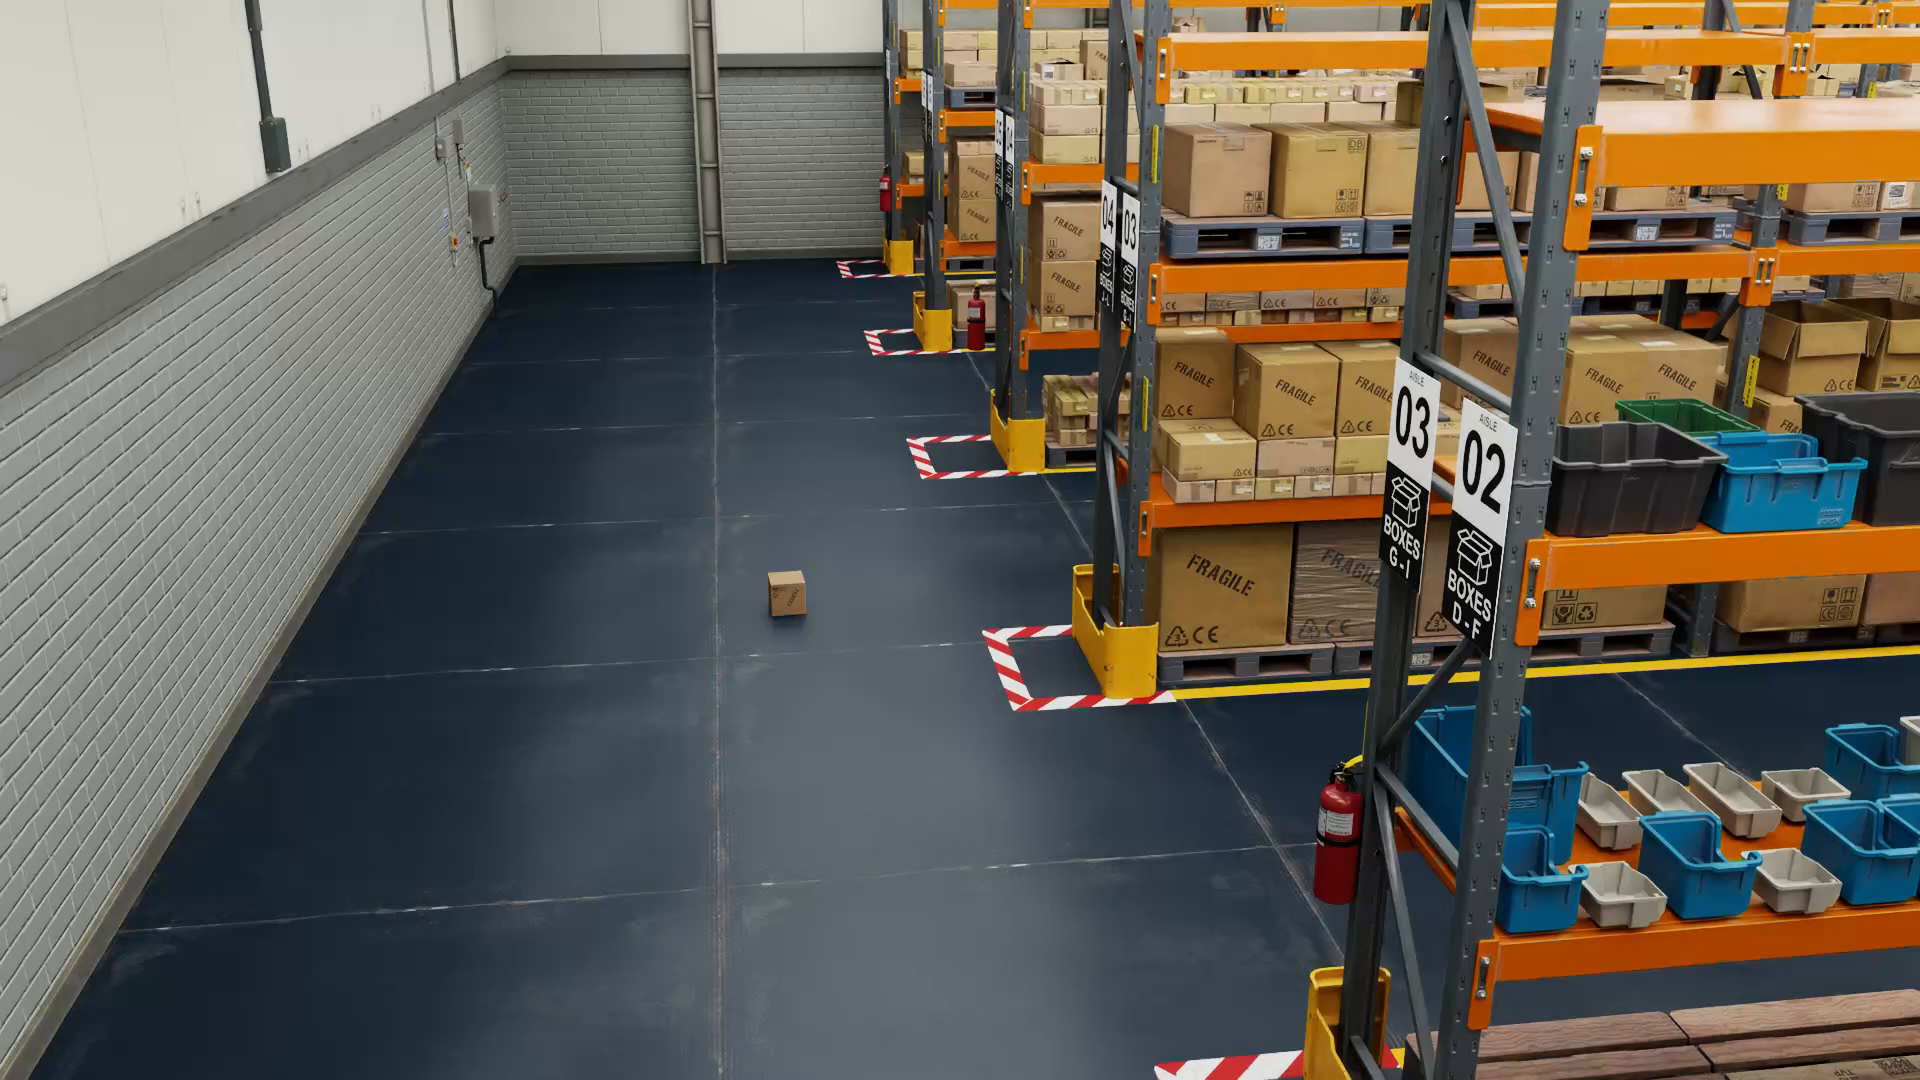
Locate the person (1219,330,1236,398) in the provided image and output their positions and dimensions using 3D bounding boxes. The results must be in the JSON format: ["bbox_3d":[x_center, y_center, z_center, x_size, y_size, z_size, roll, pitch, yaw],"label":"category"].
[{"bbox_3d":[2.119,-0.810,13.316,0.480,1.796,0.610,-8,21,-21],"label":"person"}]
